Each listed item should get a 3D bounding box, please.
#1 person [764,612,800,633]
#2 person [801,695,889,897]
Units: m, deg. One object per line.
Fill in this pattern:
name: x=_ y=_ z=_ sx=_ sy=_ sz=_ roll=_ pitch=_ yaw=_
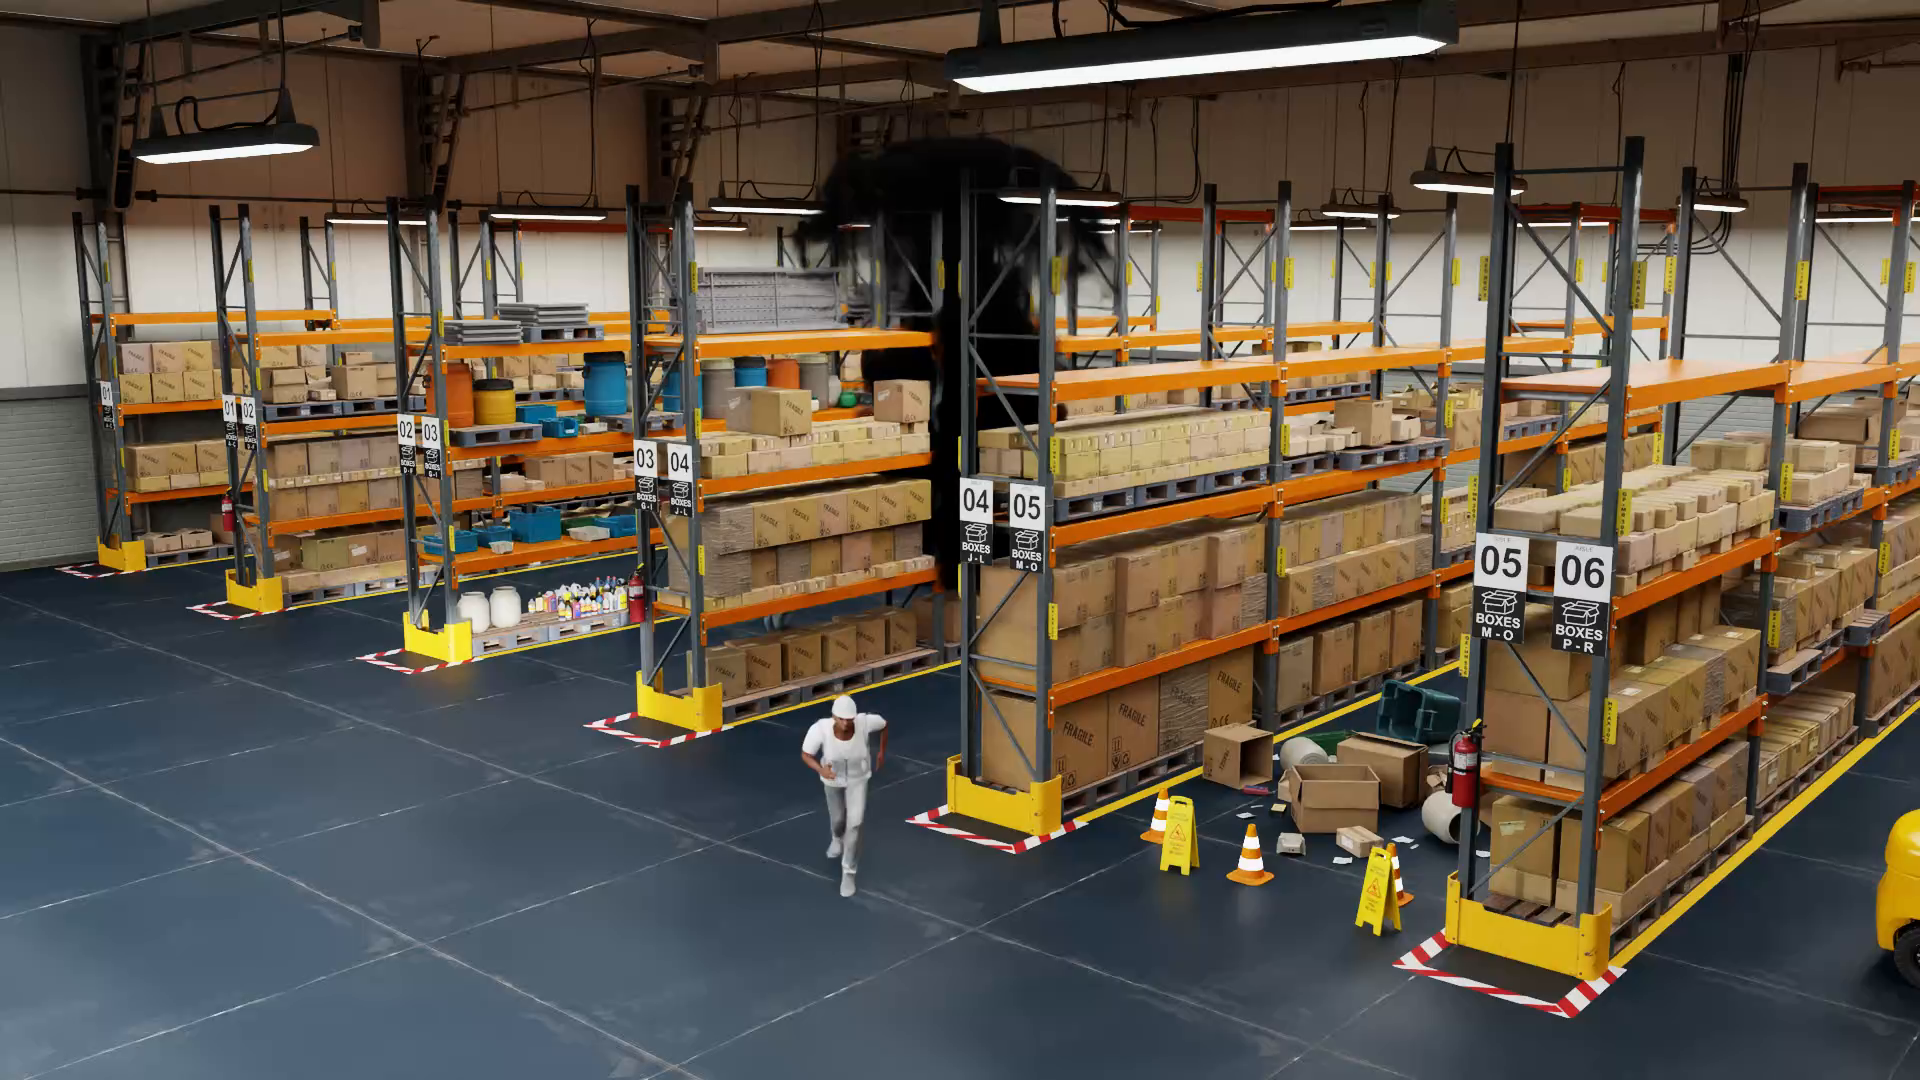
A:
person: x=-2.368 y=0.699 z=21.887 sx=0.686 sy=1.718 sz=0.605 roll=7 pitch=12 yaw=36
person: x=-0.969 y=2.059 z=14.018 sx=0.745 sy=1.718 sz=1.046 roll=-1 pitch=10 yaw=-8
